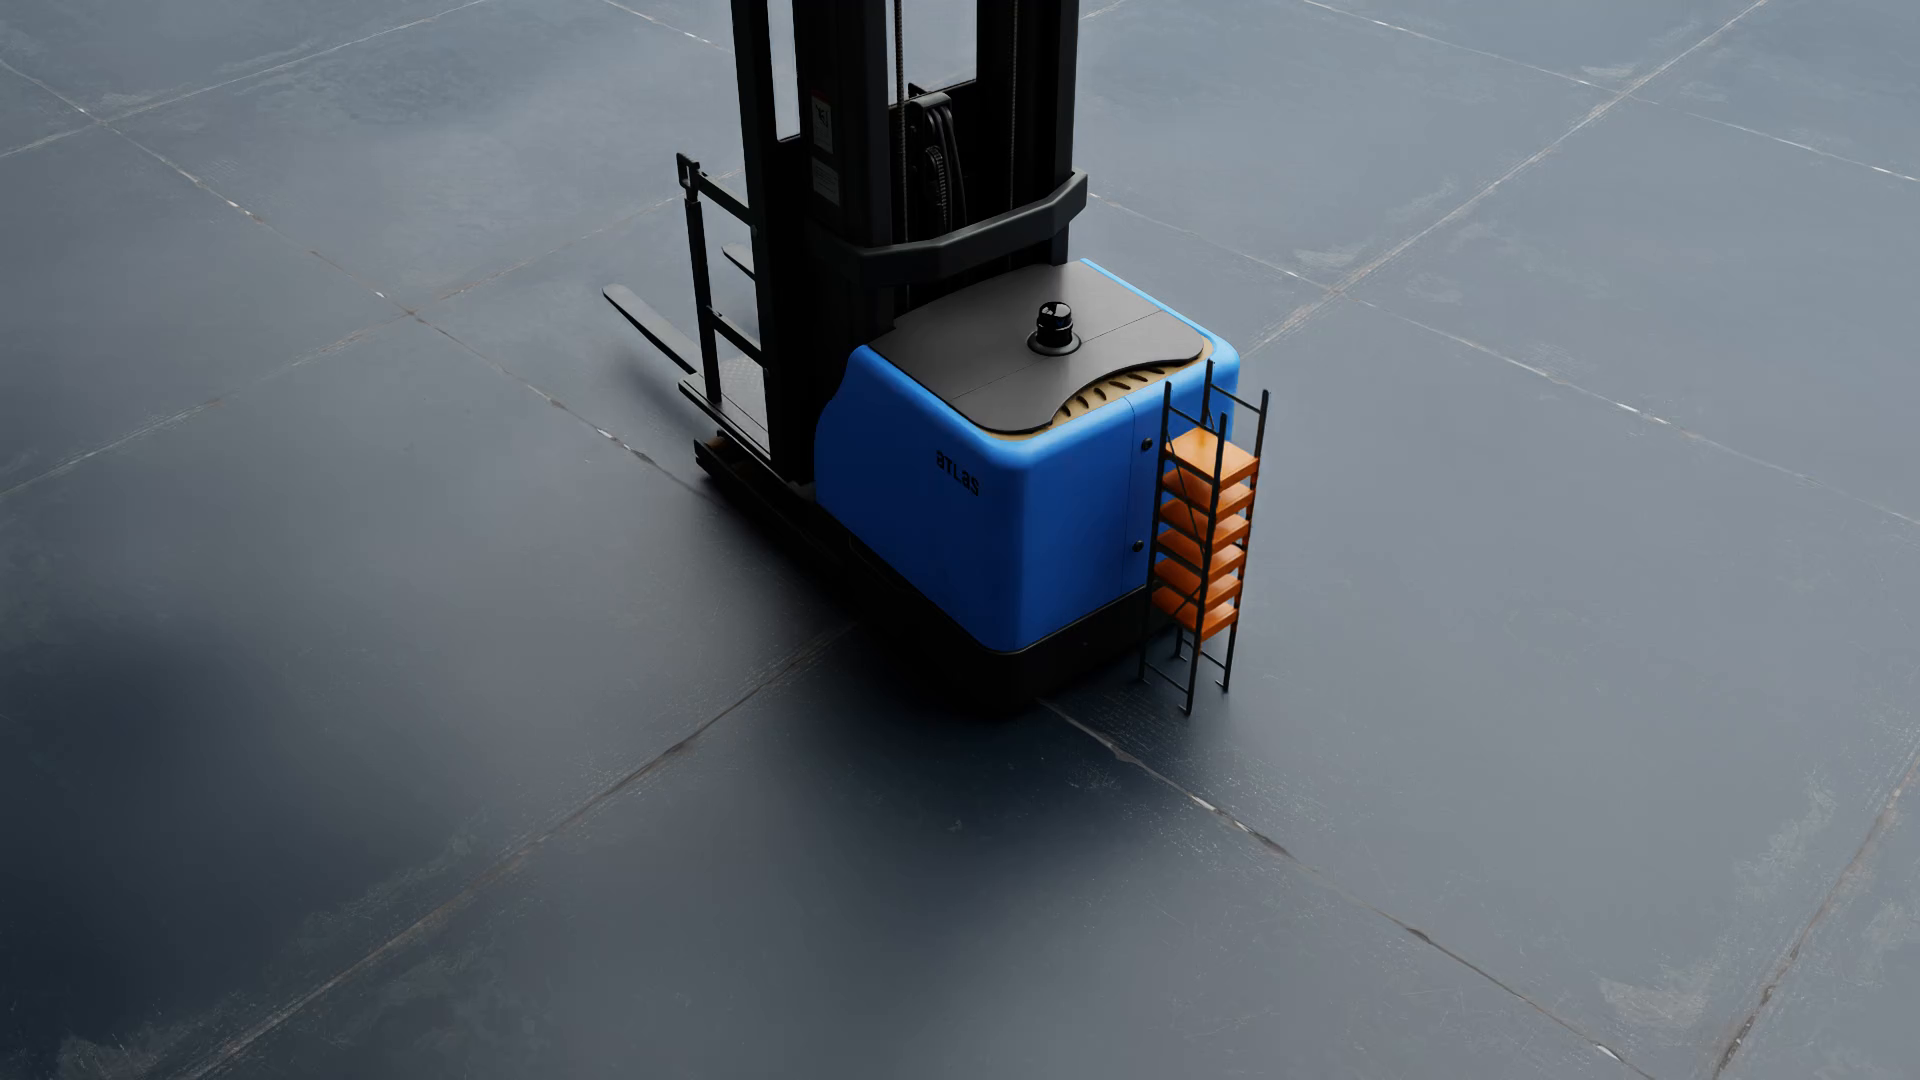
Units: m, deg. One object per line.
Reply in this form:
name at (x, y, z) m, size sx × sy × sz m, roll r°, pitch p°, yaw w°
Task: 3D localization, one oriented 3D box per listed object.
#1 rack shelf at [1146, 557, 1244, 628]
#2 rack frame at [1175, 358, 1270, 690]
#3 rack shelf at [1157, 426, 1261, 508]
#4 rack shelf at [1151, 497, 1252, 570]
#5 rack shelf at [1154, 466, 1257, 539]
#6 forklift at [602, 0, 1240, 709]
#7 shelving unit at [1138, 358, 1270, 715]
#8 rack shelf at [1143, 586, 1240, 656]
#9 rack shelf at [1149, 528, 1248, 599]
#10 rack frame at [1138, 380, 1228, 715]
rack shelf at (0.756, 0.146, 5.366) m, size 0.180 × 0.103 × 0.258 m, roll -28°, pitch 47°, yaw -31°
rack frame at (0.825, -0.020, 5.311) m, size 0.006 × 1.200 × 0.240 m, roll -28°, pitch 47°, yaw -31°
rack shelf at (0.757, -0.230, 5.068) m, size 0.180 × 0.103 × 0.258 m, roll -28°, pitch 47°, yaw -31°
rack shelf at (0.756, -0.042, 5.217) m, size 0.180 × 0.103 × 0.258 m, roll -28°, pitch 47°, yaw -31°
rack shelf at (0.756, -0.136, 5.142) m, size 0.180 × 0.103 × 0.258 m, roll -28°, pitch 47°, yaw -31°
forklift at (-0.383, -1.458, 5.728) m, size 1.130 × 2.935 × 3.031 m, roll -26°, pitch 45°, yaw -28°
shelving unit at (0.756, 0.017, 5.264) m, size 0.189 × 1.200 × 0.258 m, roll -28°, pitch 47°, yaw -31°
rack shelf at (0.756, 0.240, 5.441) m, size 0.180 × 0.103 × 0.258 m, roll -28°, pitch 47°, yaw -31°
rack shelf at (0.756, 0.052, 5.292) m, size 0.180 × 0.103 × 0.258 m, roll -28°, pitch 47°, yaw -31°
rack frame at (0.687, 0.055, 5.217) m, size 0.006 × 1.200 × 0.240 m, roll -28°, pitch 47°, yaw -31°
